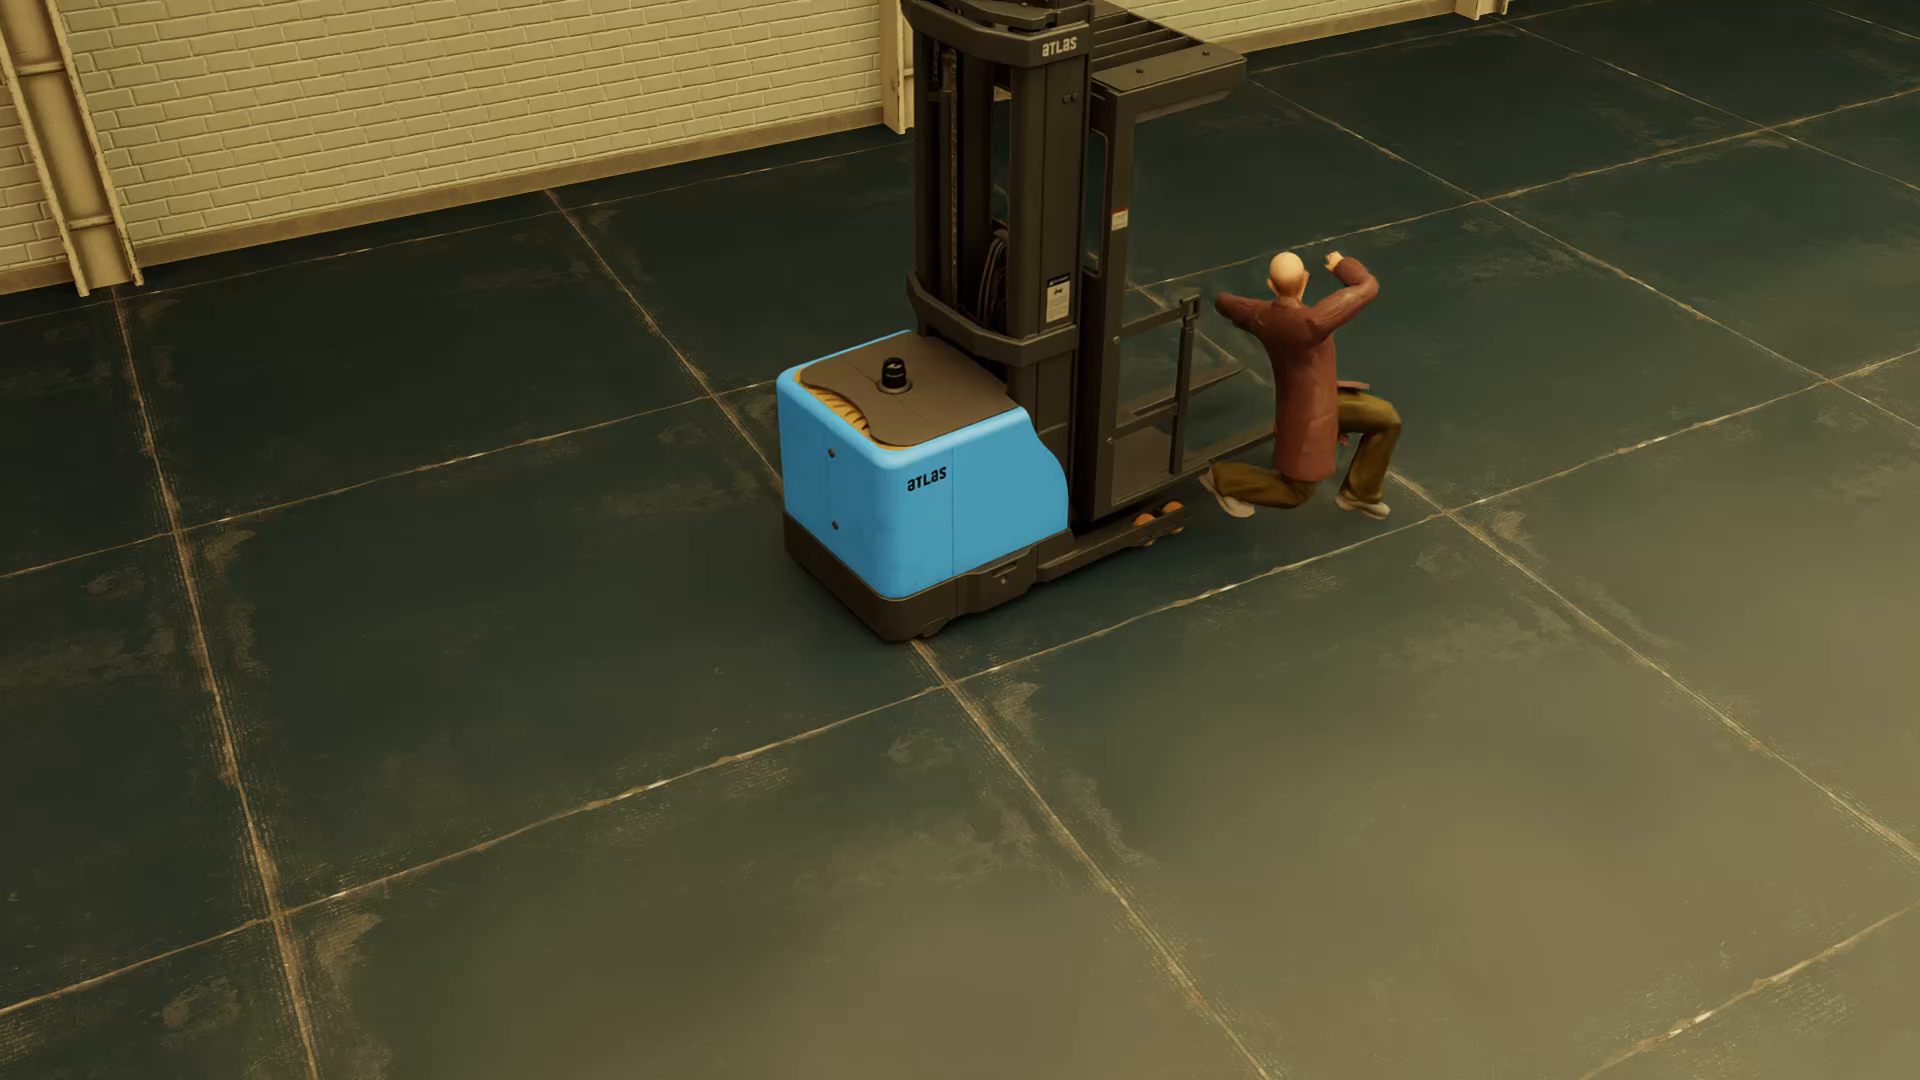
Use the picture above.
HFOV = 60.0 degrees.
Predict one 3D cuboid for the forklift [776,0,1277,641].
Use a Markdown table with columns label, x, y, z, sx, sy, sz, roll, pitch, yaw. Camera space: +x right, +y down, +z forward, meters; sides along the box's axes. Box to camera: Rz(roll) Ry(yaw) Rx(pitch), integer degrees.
| label | x | y | z | sx | sy | sz | roll | pitch | yaw |
| --- | --- | --- | --- | --- | --- | --- | --- | --- | --- |
| forklift | 0.600 | -1.392 | 8.092 | 3.031 | 2.935 | 1.130 | -22 | 41 | -28 |

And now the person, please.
| label | x | y | z | sx | sy | sz | roll | pitch | yaw |
| --- | --- | --- | --- | --- | --- | --- | --- | --- | --- |
| person | 1.767 | -0.854 | 8.512 | 1.022 | 1.471 | 1.045 | 2 | 35 | 3 |
